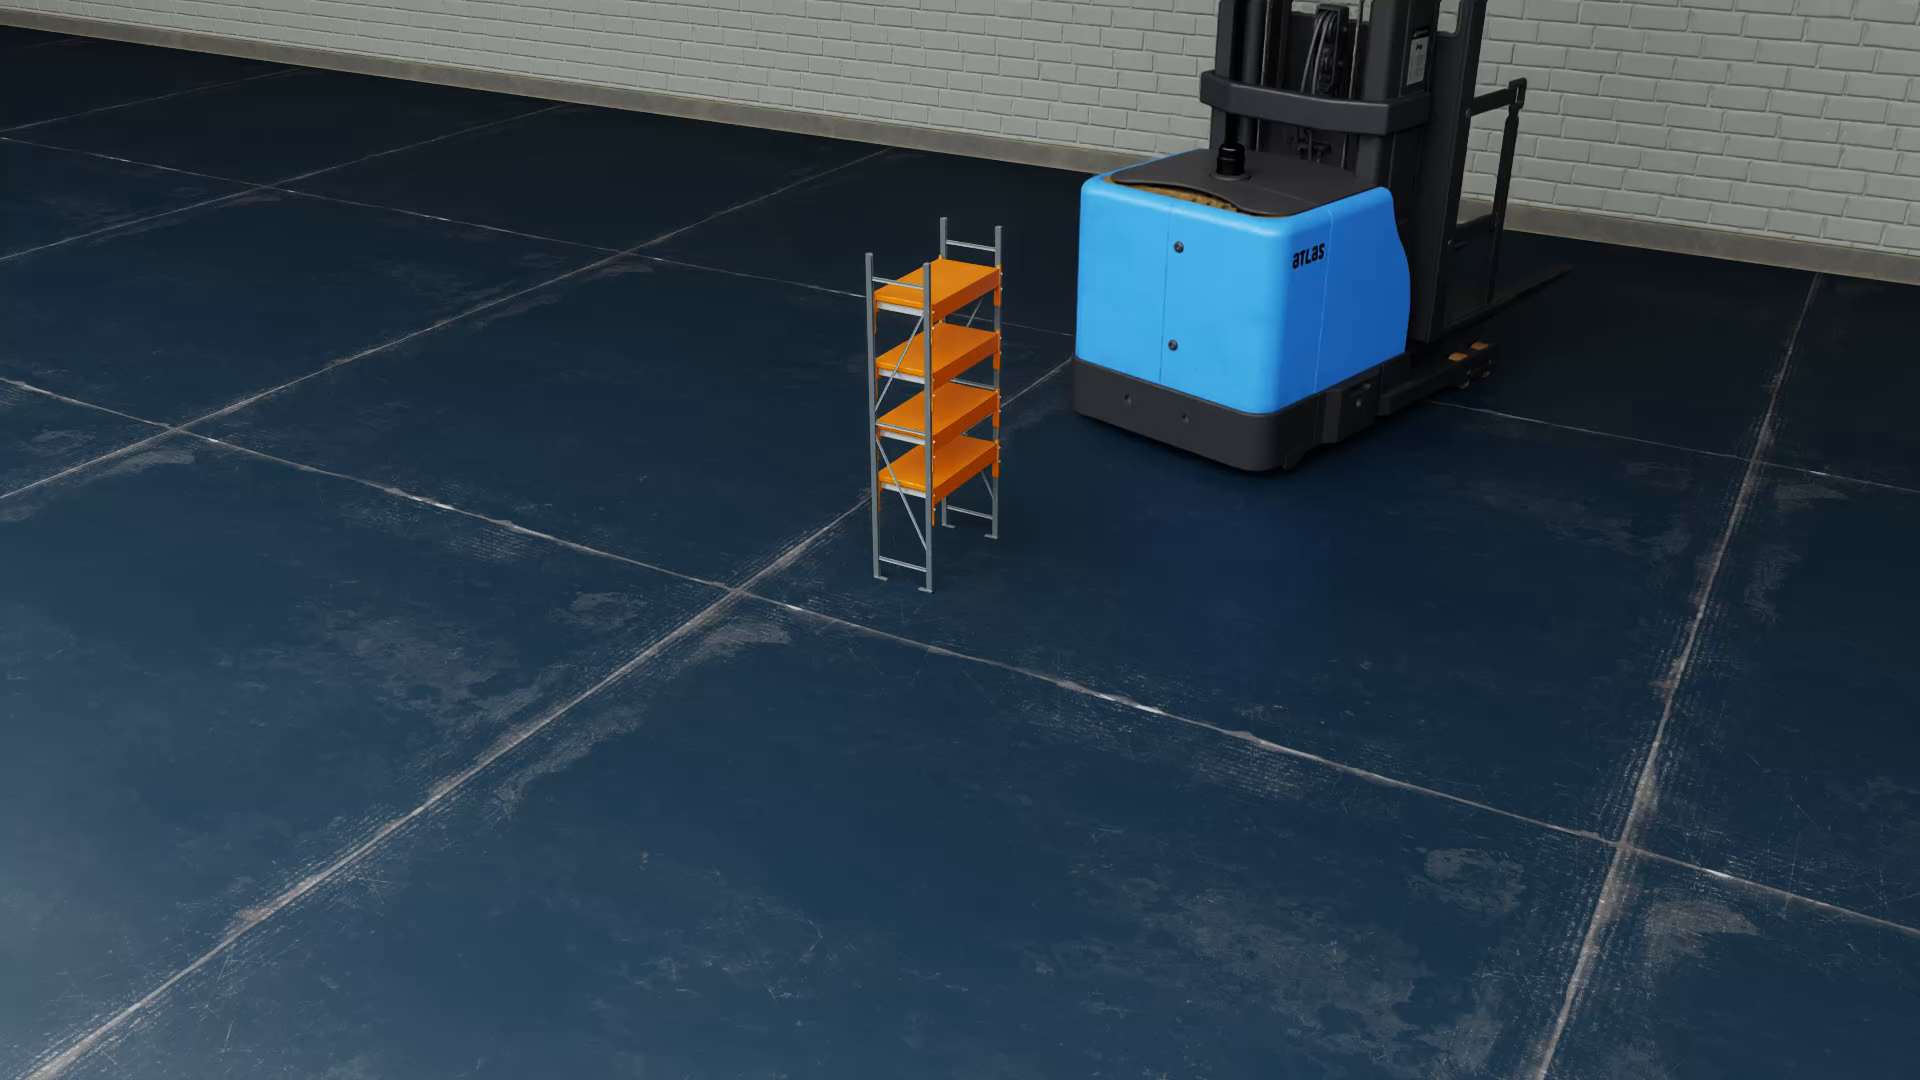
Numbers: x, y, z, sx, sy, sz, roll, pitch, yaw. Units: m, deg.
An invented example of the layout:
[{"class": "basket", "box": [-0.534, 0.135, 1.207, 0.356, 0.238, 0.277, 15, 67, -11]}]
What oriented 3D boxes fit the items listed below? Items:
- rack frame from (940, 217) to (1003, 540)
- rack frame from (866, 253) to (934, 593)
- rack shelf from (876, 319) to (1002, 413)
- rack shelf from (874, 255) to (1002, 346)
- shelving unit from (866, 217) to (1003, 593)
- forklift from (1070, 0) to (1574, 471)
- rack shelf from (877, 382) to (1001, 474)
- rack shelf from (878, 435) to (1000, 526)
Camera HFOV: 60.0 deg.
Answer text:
[{"class": "rack frame", "box": [0.039, -0.567, 6.043, 0.240, 1.200, 0.015, 14, 30, 26]}, {"class": "rack frame", "box": [-0.201, -0.377, 5.663, 0.240, 1.200, 0.015, 14, 30, 26]}, {"class": "rack shelf", "box": [-0.081, -0.612, 5.783, 0.258, 0.148, 0.480, 14, 30, 26]}, {"class": "rack shelf", "box": [-0.081, -0.823, 5.677, 0.258, 0.148, 0.480, 14, 30, 26]}, {"class": "shelving unit", "box": [-0.081, -0.472, 5.853, 0.258, 1.200, 0.503, 14, 30, 26]}, {"class": "forklift", "box": [1.872, -2.149, 7.268, 1.130, 2.935, 3.031, 24, 35, 39]}, {"class": "rack shelf", "box": [-0.081, -0.412, 5.883, 0.258, 0.148, 0.480, 14, 30, 26]}, {"class": "rack shelf", "box": [-0.081, -0.234, 5.972, 0.258, 0.148, 0.480, 14, 30, 26]}]
